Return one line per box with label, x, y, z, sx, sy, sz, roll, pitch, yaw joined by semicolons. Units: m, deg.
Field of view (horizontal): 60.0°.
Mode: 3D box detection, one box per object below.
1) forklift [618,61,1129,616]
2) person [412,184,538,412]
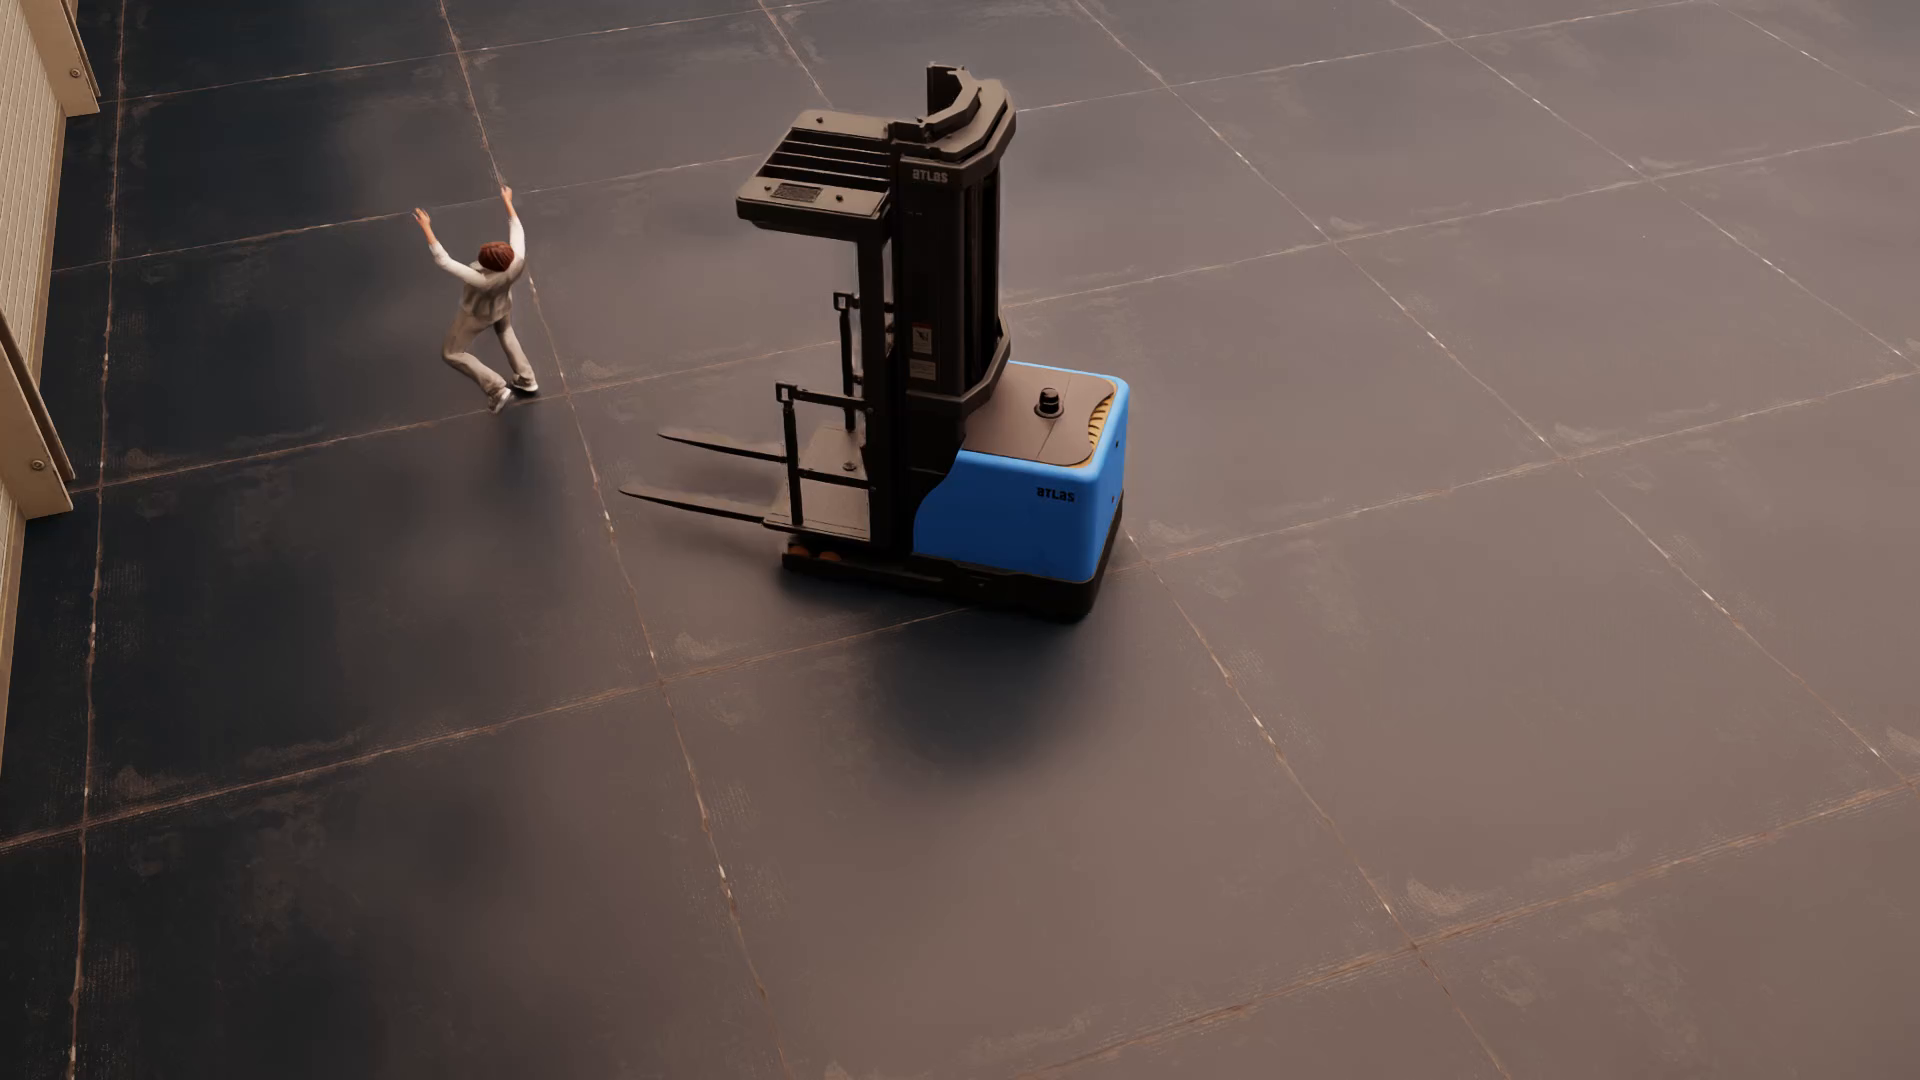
forklift;-0.572;-1.206;9.433;3.031;2.935;1.130;10;41;12
person;-3.022;-1.621;11.024;0.581;1.512;0.879;19;44;22
